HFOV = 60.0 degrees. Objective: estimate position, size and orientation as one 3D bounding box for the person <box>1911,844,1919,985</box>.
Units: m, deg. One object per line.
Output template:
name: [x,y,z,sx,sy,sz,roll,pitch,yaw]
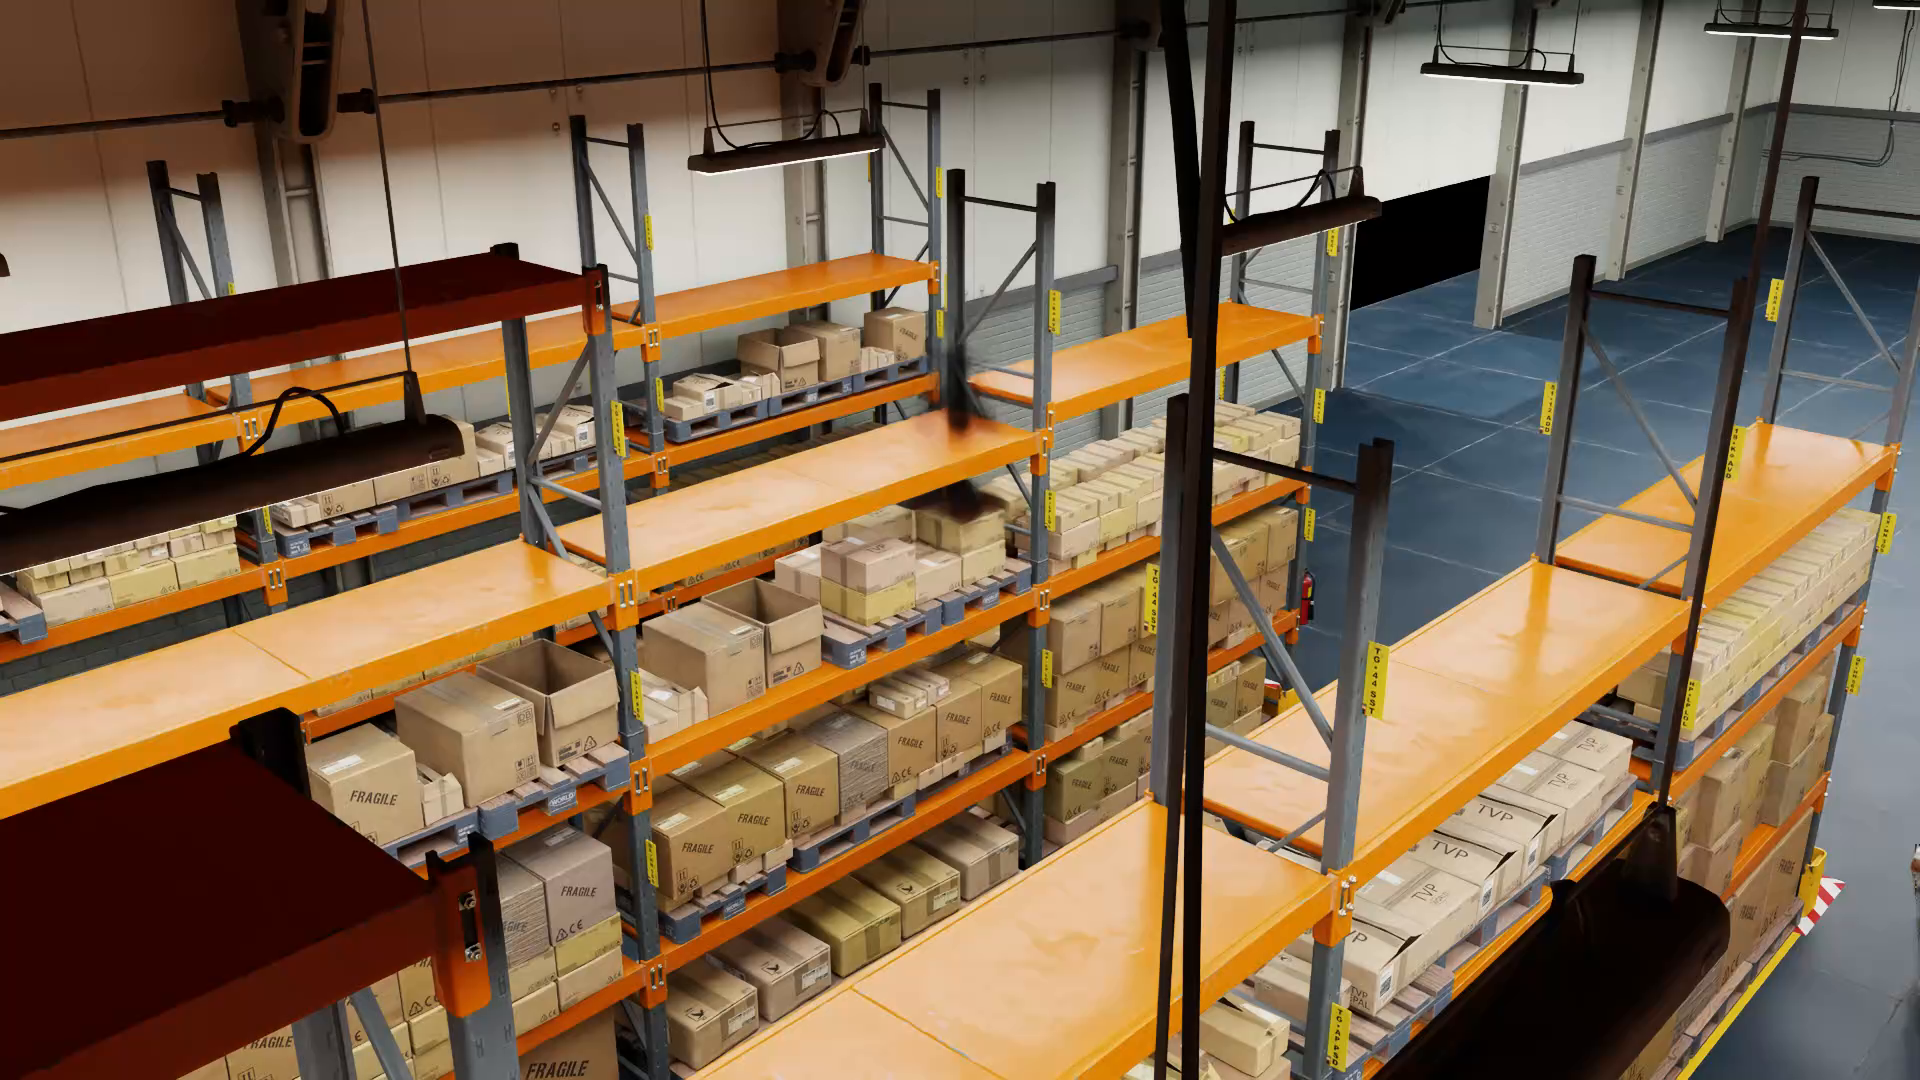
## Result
person: [7.631,2.738,12.798,0.627,1.557,0.633,6,22,15]
